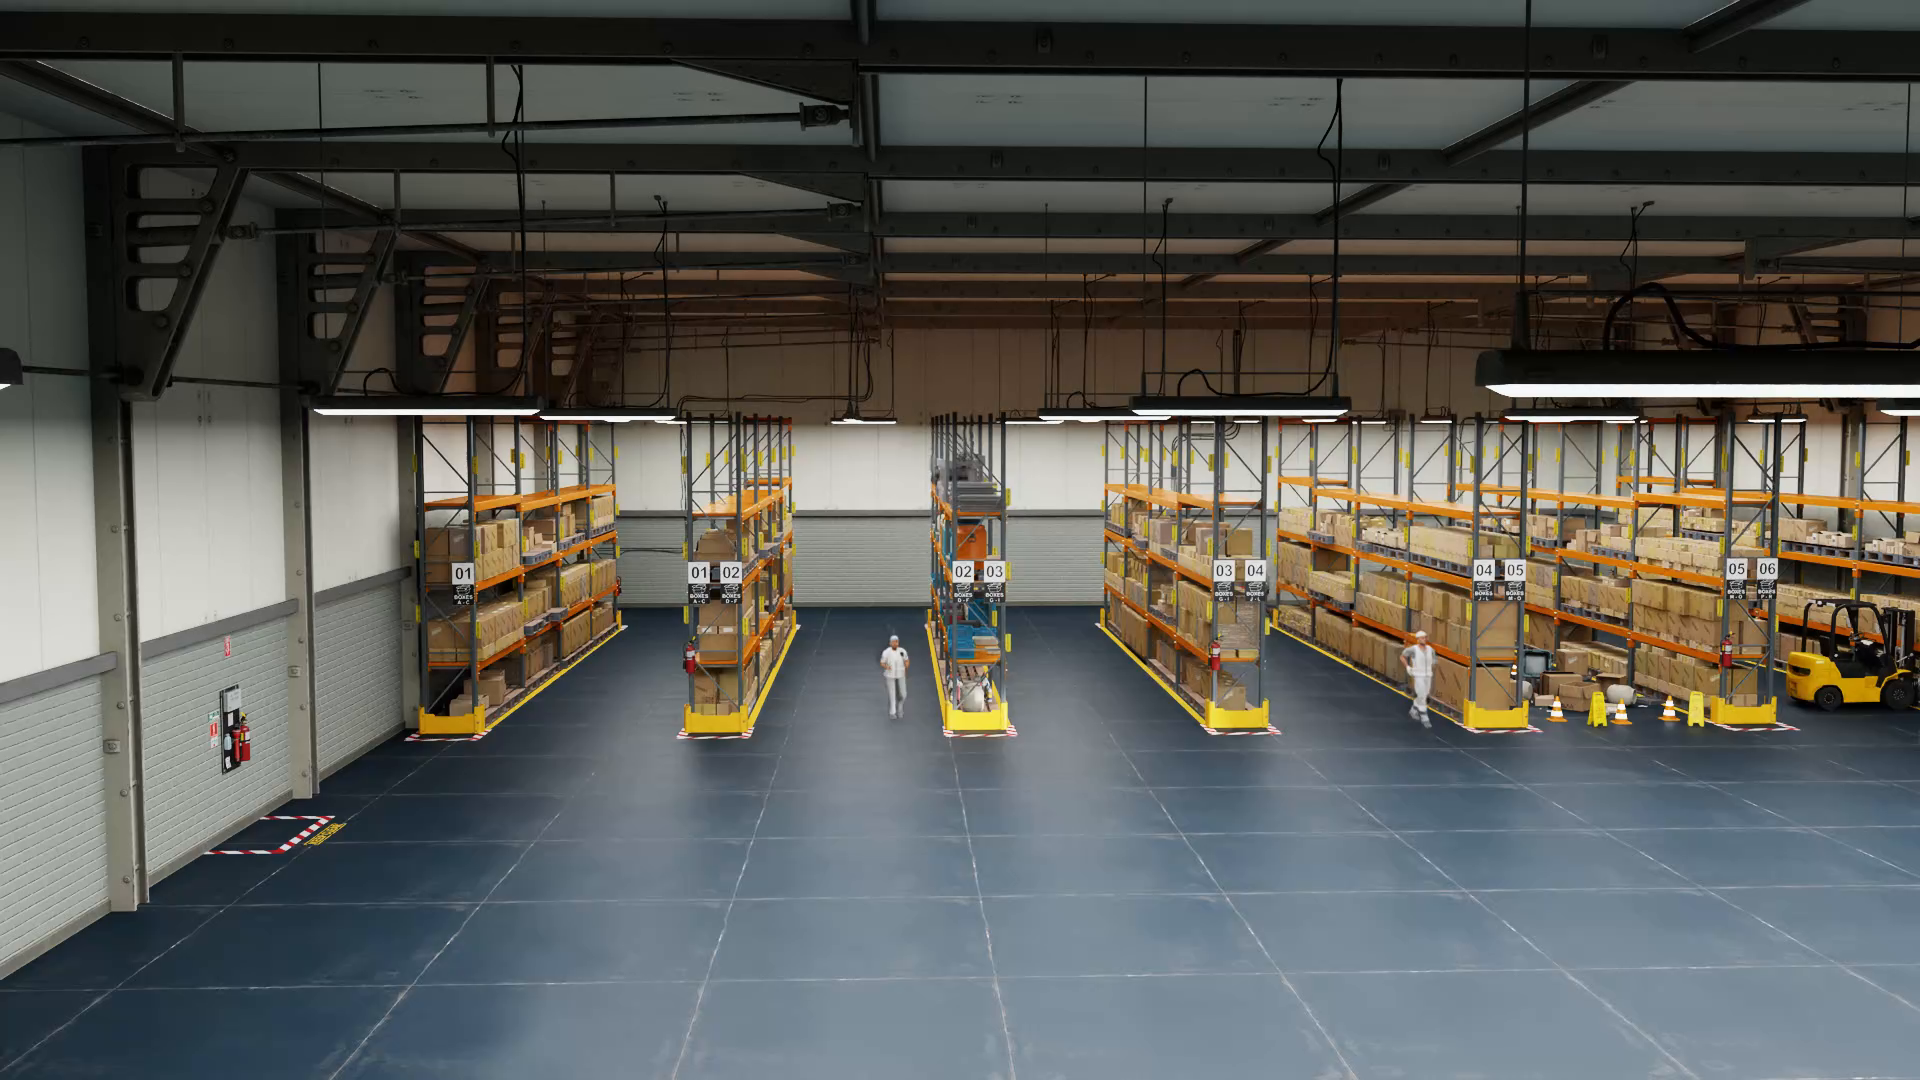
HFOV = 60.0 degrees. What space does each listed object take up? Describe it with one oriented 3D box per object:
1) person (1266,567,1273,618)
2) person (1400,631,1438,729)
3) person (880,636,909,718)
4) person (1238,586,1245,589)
[{"bbox_3d":[8.827,1.576,48.534,0.856,1.682,0.701,-1,4,-16],"label":"person"},{"bbox_3d":[8.823,2.638,31.764,0.647,1.809,0.878,-1,4,-18],"label":"person"},{"bbox_3d":[-1.254,2.688,32.506,0.593,1.624,0.554,-1,4,-10],"label":"person"},{"bbox_3d":[7.943,1.727,46.523,0.661,1.752,0.668,0,4,-3],"label":"person"}]
